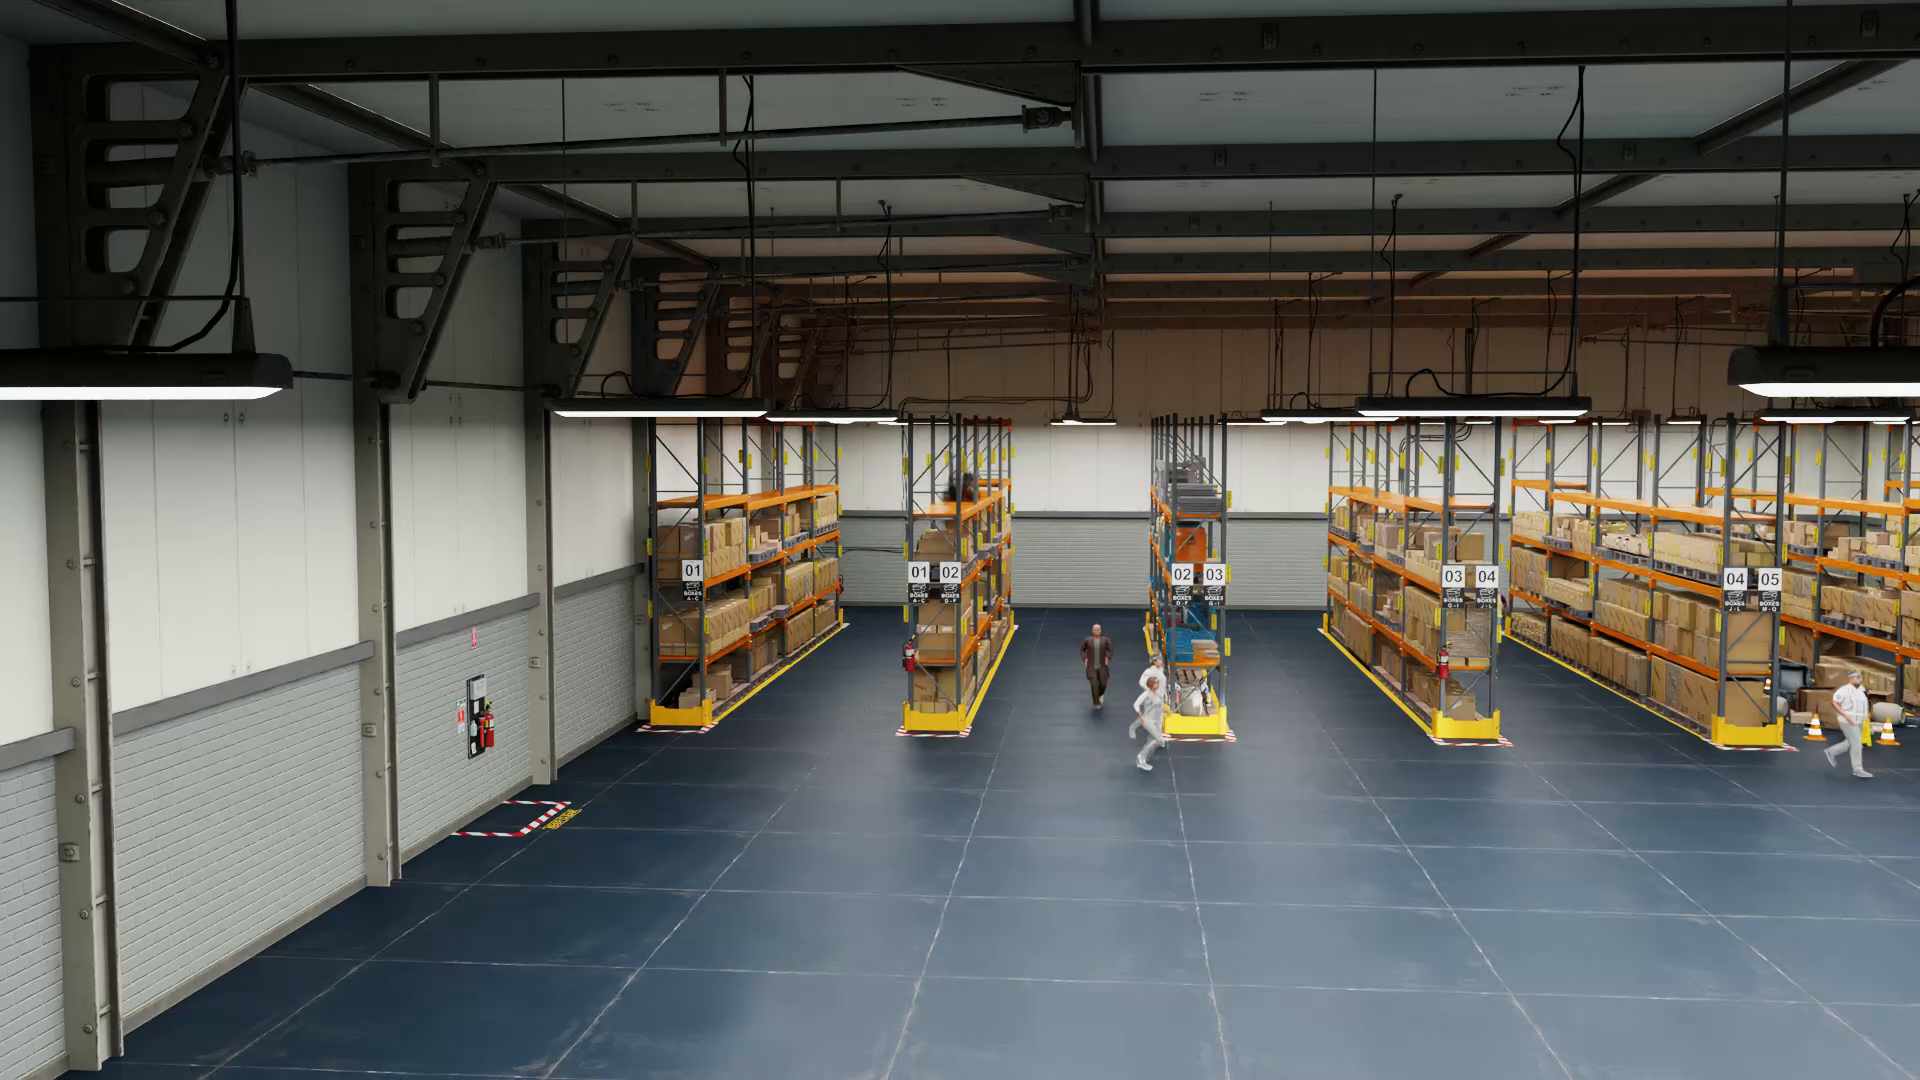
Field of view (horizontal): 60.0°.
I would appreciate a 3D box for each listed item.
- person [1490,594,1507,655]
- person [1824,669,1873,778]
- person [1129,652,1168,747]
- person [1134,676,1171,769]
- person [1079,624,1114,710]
[{"bbox_3d":[13.584,1.998,42.328,0.704,1.785,0.896,1,4,12],"label":"person"},{"bbox_3d":[14.658,2.975,27.404,0.658,1.769,0.882,-2,4,-28],"label":"person"},{"bbox_3d":[3.543,2.860,30.139,0.674,1.648,0.893,-3,5,-35],"label":"person"},{"bbox_3d":[3.224,3.064,27.798,0.575,1.571,0.543,2,5,32],"label":"person"},{"bbox_3d":[2.781,2.575,33.858,0.696,1.731,0.639,0,4,3],"label":"person"}]
